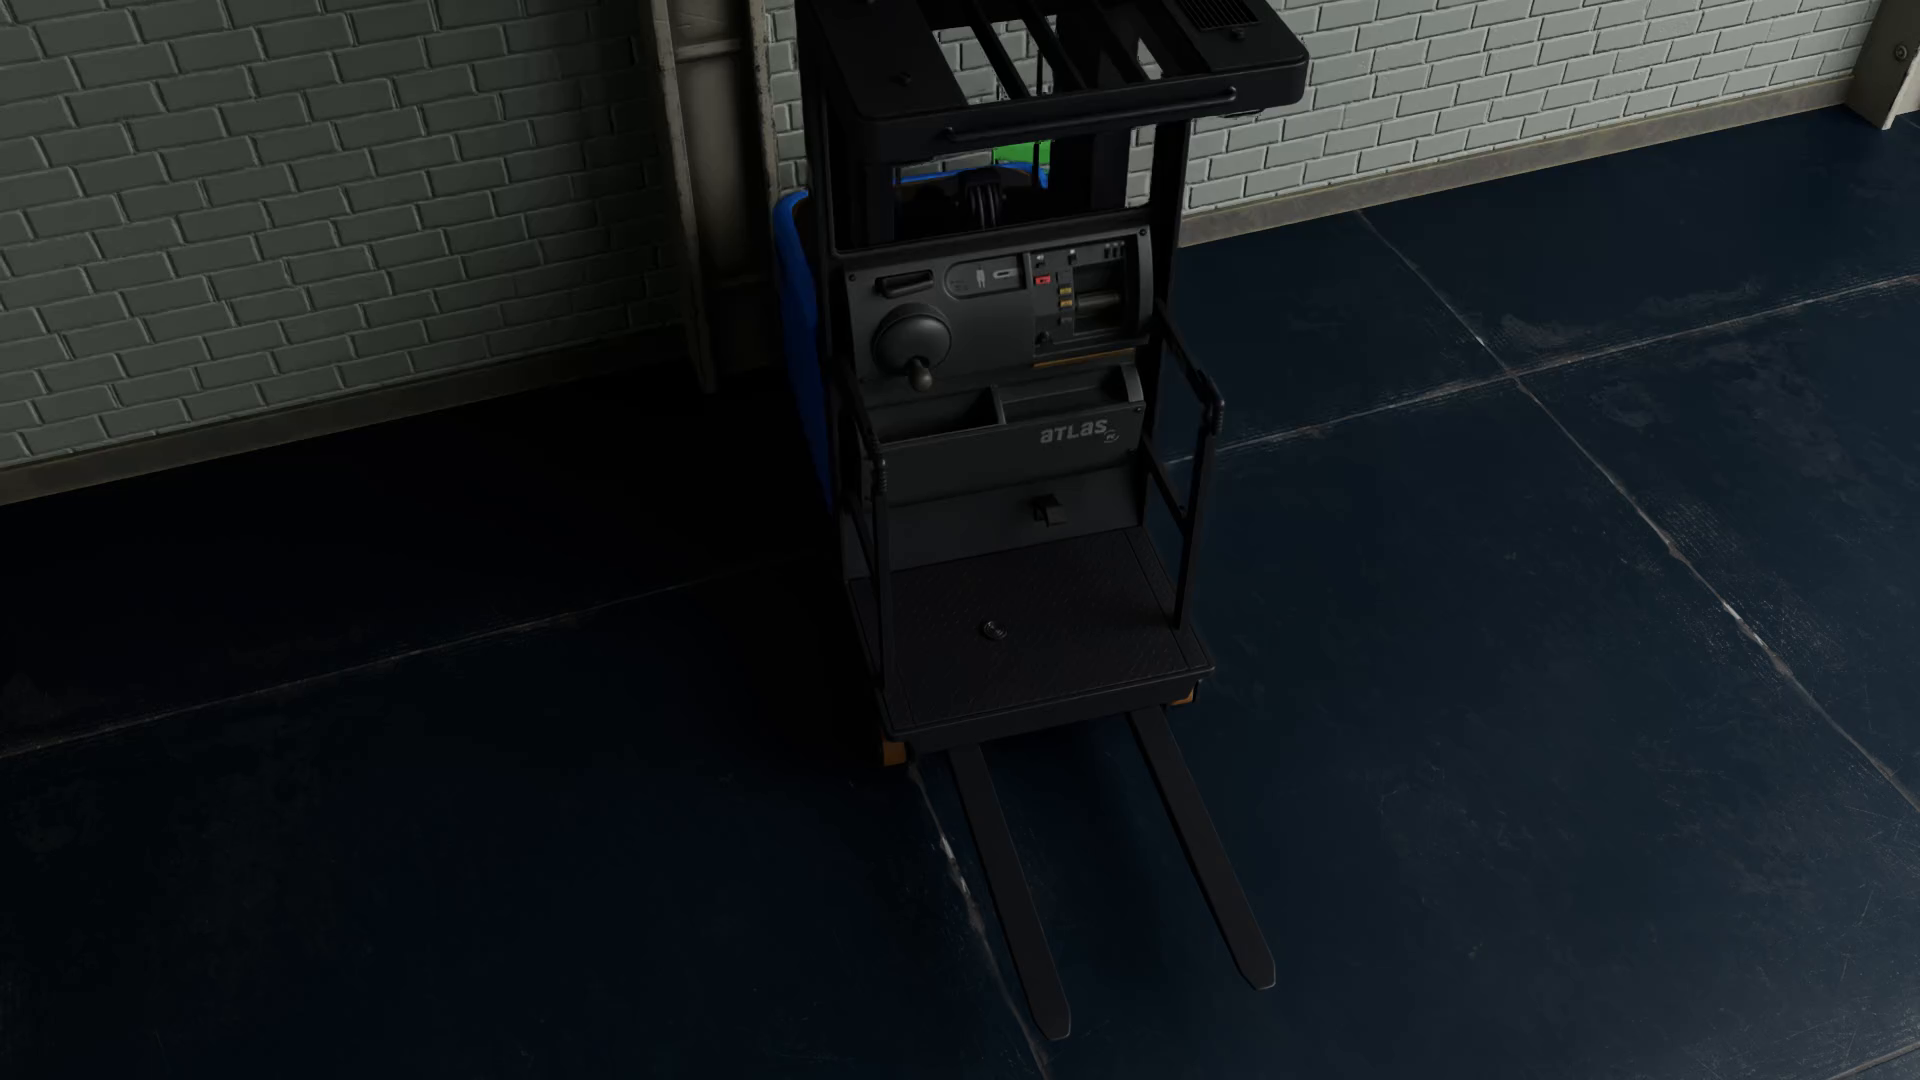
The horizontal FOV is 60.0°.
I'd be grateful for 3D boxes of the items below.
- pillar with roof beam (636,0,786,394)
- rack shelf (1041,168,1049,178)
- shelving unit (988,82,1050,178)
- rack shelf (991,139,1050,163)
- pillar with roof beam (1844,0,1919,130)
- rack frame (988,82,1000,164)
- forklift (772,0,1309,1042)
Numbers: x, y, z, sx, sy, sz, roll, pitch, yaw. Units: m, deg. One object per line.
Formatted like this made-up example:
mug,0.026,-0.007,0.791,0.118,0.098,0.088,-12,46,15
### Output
pillar with roof beam,0.545,-1.060,0.953,0.400,9.000,9.100,-14,47,-14
rack shelf,0.371,-1.320,6.468,0.480,0.148,0.258,5,45,5
shelving unit,0.370,-1.195,6.592,0.503,1.200,0.258,5,45,5
rack shelf,0.371,-1.491,6.300,0.480,0.148,0.258,5,45,5
pillar with roof beam,6.188,-2.503,2.391,0.400,9.000,9.100,-14,47,-14
rack frame,0.129,-1.218,6.615,0.015,1.200,0.240,5,45,5
forklift,0.180,-0.598,4.777,1.130,2.935,3.031,-11,46,-10
